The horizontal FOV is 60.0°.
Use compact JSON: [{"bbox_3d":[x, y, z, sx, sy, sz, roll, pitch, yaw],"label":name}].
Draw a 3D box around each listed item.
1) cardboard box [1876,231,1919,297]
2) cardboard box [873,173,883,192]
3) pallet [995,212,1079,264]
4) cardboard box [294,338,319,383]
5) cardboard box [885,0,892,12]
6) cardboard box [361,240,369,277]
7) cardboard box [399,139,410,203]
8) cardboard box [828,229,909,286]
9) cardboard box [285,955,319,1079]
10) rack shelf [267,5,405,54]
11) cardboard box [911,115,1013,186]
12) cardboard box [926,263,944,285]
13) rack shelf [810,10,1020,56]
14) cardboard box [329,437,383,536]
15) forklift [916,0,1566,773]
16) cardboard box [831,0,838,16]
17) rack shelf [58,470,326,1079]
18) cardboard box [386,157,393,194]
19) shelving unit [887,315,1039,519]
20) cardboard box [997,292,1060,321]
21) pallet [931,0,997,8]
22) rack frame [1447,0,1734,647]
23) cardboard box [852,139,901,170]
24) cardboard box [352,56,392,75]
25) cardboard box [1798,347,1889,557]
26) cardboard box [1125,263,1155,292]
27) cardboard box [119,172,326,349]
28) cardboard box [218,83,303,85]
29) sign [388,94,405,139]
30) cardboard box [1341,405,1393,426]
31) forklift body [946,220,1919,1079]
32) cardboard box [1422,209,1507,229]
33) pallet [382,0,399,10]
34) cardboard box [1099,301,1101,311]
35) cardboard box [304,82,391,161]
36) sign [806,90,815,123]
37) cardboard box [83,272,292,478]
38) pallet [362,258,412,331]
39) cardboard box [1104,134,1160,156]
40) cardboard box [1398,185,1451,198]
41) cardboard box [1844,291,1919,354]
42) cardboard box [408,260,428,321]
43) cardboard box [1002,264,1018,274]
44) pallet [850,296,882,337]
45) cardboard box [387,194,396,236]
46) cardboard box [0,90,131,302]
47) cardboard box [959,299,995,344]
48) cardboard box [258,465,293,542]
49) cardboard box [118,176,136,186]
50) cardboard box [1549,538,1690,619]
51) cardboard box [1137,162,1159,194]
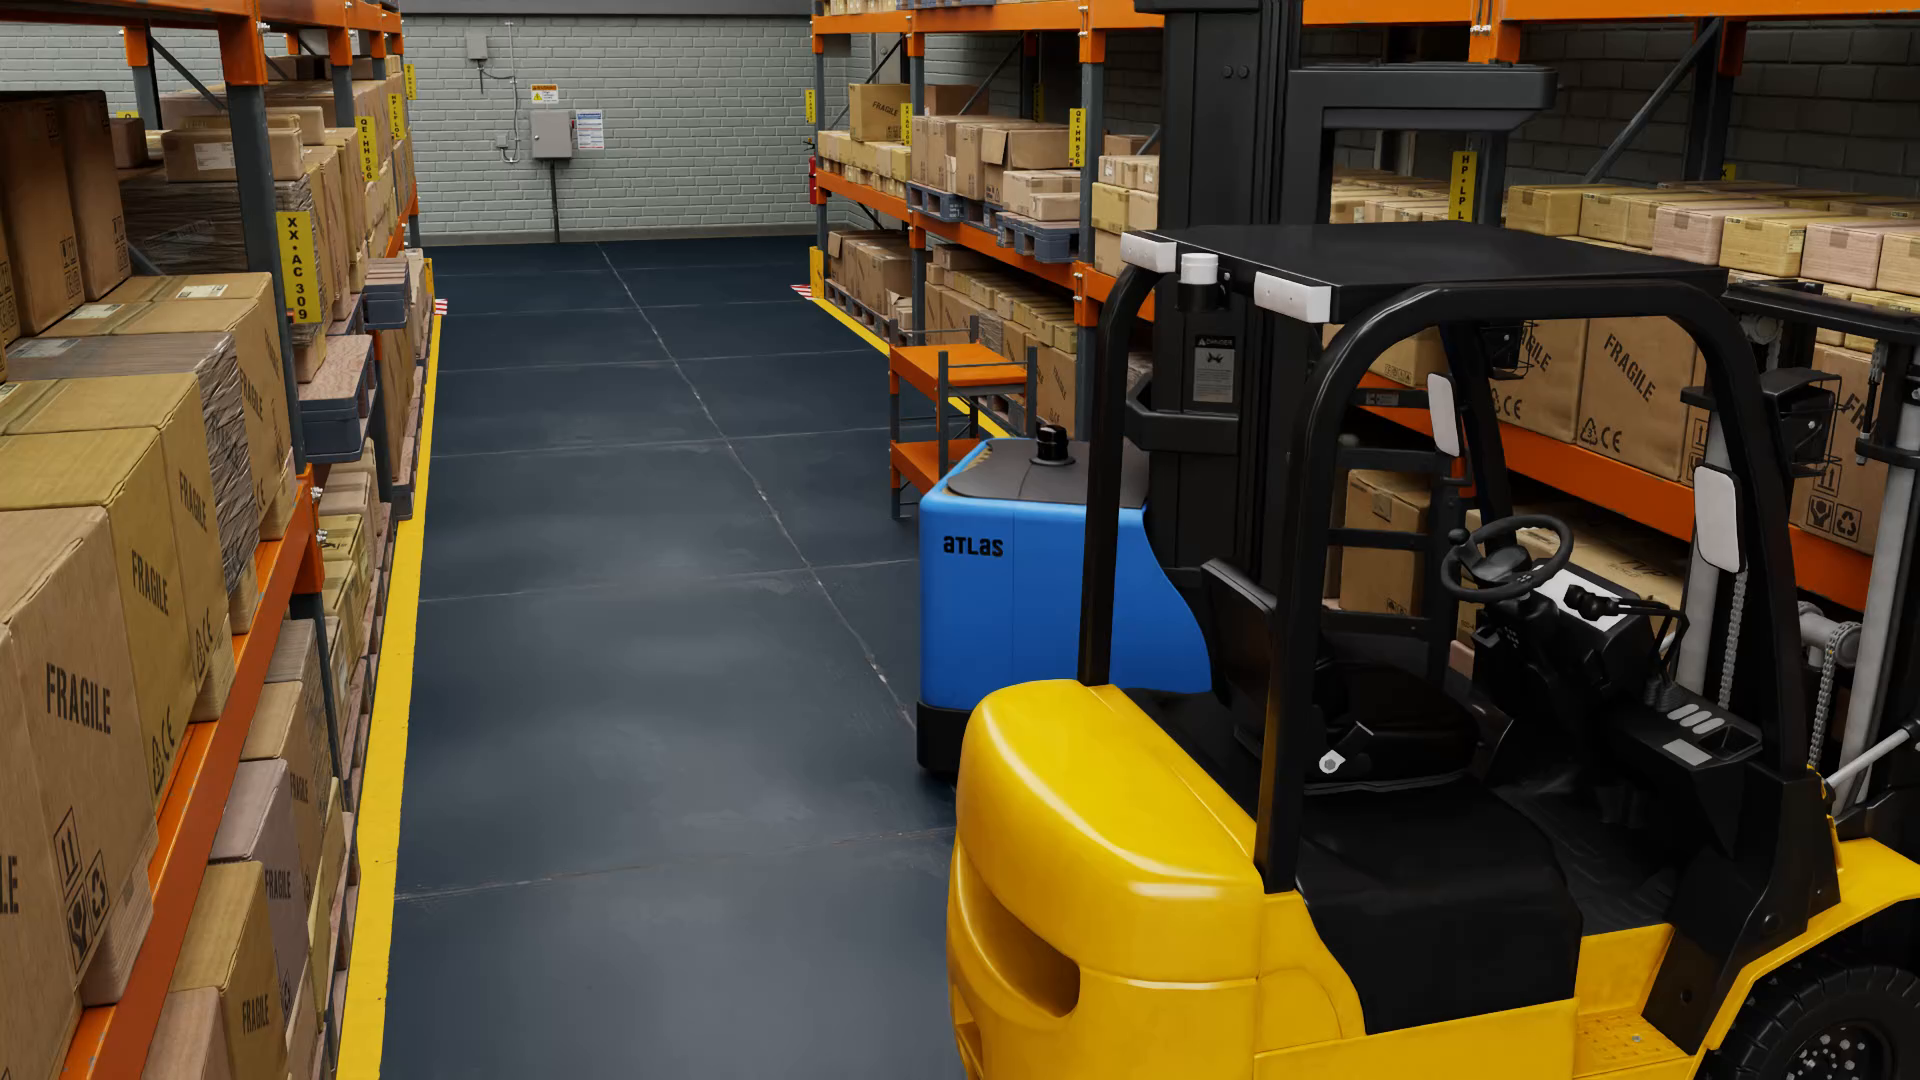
[{"bbox_3d":[2.615,-0.709,4.280,0.380,0.149,0.250,-5,17,-15],"label":"cardboard box"},{"bbox_3d":[-0.562,-3.181,14.766,0.380,0.149,0.250,-5,17,-16],"label":"cardboard box"},{"bbox_3d":[0.944,-1.934,10.509,1.213,0.211,1.003,-5,17,-15],"label":"pallet"},{"bbox_3d":[-2.323,-0.602,5.450,0.380,0.149,0.250,-4,17,-14],"label":"cardboard box"},{"bbox_3d":[-0.414,-4.485,13.893,0.380,0.149,0.250,-4,17,-13],"label":"cardboard box"},{"bbox_3d":[-3.002,-1.324,7.853,0.380,0.149,0.250,-5,17,-16],"label":"cardboard box"},{"bbox_3d":[-4.815,-3.032,13.660,0.500,0.500,0.500,-5,17,-15],"label":"cardboard box"},{"bbox_3d":[-0.924,-2.885,16.953,0.797,0.503,0.637,-5,18,-17],"label":"cardboard box"},{"bbox_3d":[-1.762,1.202,3.786,0.500,0.250,0.500,-4,17,-14],"label":"cardboard box"},{"bbox_3d":[-5.223,-4.202,13.763,1.077,0.370,4.000,-5,17,-15],"label":"rack shelf"},{"bbox_3d":[0.016,-3.047,12.980,0.700,0.500,0.500,-4,17,-14],"label":"cardboard box"},{"bbox_3d":[-0.059,-2.144,13.364,0.380,0.149,0.250,-4,17,-13],"label":"cardboard box"},{"bbox_3d":[-0.451,-4.595,15.072,1.077,0.370,4.000,-5,17,-15],"label":"rack shelf"},{"bbox_3d":[-3.428,-0.236,8.360,0.950,0.372,0.625,-6,18,-19],"label":"cardboard box"},{"bbox_3d":[1.417,-0.552,5.696,3.031,2.935,1.130,4,17,14],"label":"forklift"},{"bbox_3d":[-1.016,-5.046,15.760,0.380,0.149,0.250,-4,17,-14],"label":"cardboard box"},{"bbox_3d":[-1.925,0.554,3.144,1.077,0.370,4.000,-5,17,-15],"label":"rack shelf"},{"bbox_3d":[-4.174,-2.484,11.398,0.500,0.250,0.500,-4,17,-14],"label":"cardboard box"},{"bbox_3d":[-0.002,-0.541,8.796,0.538,1.125,1.048,-5,17,-15],"label":"shelving unit"},{"bbox_3d":[0.481,-1.644,11.698,0.380,0.149,0.250,-6,18,-18],"label":"cardboard box"},{"bbox_3d":[0.498,-3.824,11.581,1.213,0.211,1.003,-5,17,-15],"label":"pallet"},{"bbox_3d":[2.297,-0.737,6.192,1.000,3.000,0.127,-5,17,-15],"label":"rack frame"},{"bbox_3d":[-0.693,-3.561,15.337,0.500,0.250,0.500,-5,17,-17],"label":"cardboard box"},{"bbox_3d":[-4.911,-3.925,13.764,0.380,0.149,0.250,-5,17,-15],"label":"cardboard box"},{"bbox_3d":[2.585,-0.218,4.290,0.500,0.500,0.500,-5,17,-15],"label":"cardboard box"},{"bbox_3d":[1.218,-1.490,8.960,0.500,0.250,0.500,-5,17,-16],"label":"cardboard box"},{"bbox_3d":[-2.328,-0.887,5.272,0.500,0.500,0.500,-4,17,-14],"label":"cardboard box"},{"bbox_3d":[-4.662,-2.800,11.149,0.500,0.500,0.500,-5,17,-16],"label":"cardboard box"},{"bbox_3d":[-4.154,-3.119,12.245,0.100,0.325,0.005,-5,17,-15],"label":"sign"},{"bbox_3d":[1.728,-0.367,8.359,0.875,0.625,0.625,-5,18,-18],"label":"cardboard box"},{"bbox_3d":[1.121,0.396,3.897,2.313,2.155,1.214,-5,17,-15],"label":"forklift body"},{"bbox_3d":[1.990,-1.173,6.340,0.380,0.149,0.250,-4,17,-13],"label":"cardboard box"},{"bbox_3d":[-5.558,-4.853,14.833,1.003,0.211,1.213,-5,17,-15],"label":"pallet"},{"bbox_3d":[1.058,-1.616,11.606,0.380,0.149,0.250,-5,17,-16],"label":"cardboard box"},{"bbox_3d":[-4.159,-2.837,11.271,0.500,0.500,0.500,-4,17,-14],"label":"cardboard box"},{"bbox_3d":[-1.522,-4.428,16.975,0.100,0.325,0.005,-5,17,-15],"label":"sign"},{"bbox_3d":[-2.113,-0.431,4.481,0.500,0.500,0.500,-5,17,-17],"label":"cardboard box"},{"bbox_3d":[-3.275,-1.170,7.965,1.213,0.211,1.003,-5,17,-15],"label":"pallet"},{"bbox_3d":[1.207,-2.247,10.316,0.500,0.500,0.500,-4,17,-13],"label":"cardboard box"},{"bbox_3d":[2.182,-1.497,7.421,0.380,0.149,0.250,-5,17,-15],"label":"cardboard box"},{"bbox_3d":[2.538,-0.557,4.292,0.380,0.149,0.250,-5,17,-16],"label":"cardboard box"},{"bbox_3d":[-5.235,-2.210,14.818,0.875,0.438,0.875,-4,17,-14],"label":"cardboard box"},{"bbox_3d":[0.554,-2.113,13.261,0.380,0.149,0.250,-5,17,-15],"label":"cardboard box"},{"bbox_3d":[-0.428,-2.142,15.718,1.003,0.211,1.213,-5,17,-15],"label":"pallet"},{"bbox_3d":[-4.168,-2.240,11.454,0.500,0.250,0.500,-5,17,-16],"label":"cardboard box"},{"bbox_3d":[-2.562,-0.874,4.219,0.700,0.500,0.500,-5,17,-16],"label":"cardboard box"},{"bbox_3d":[0.304,-1.517,12.405,0.500,0.500,0.500,-5,17,-17],"label":"cardboard box"},{"bbox_3d":[-2.018,-0.090,4.475,0.380,0.149,0.250,-4,17,-14],"label":"cardboard box"},{"bbox_3d":[-2.822,-0.845,5.129,0.500,0.500,0.500,-5,17,-16],"label":"cardboard box"},{"bbox_3d":[2.259,0.201,5.382,0.500,0.250,0.500,-5,17,-15],"label":"cardboard box"},{"bbox_3d":[1.172,-1.948,8.921,0.380,0.149,0.250,-4,17,-14],"label":"cardboard box"}]
